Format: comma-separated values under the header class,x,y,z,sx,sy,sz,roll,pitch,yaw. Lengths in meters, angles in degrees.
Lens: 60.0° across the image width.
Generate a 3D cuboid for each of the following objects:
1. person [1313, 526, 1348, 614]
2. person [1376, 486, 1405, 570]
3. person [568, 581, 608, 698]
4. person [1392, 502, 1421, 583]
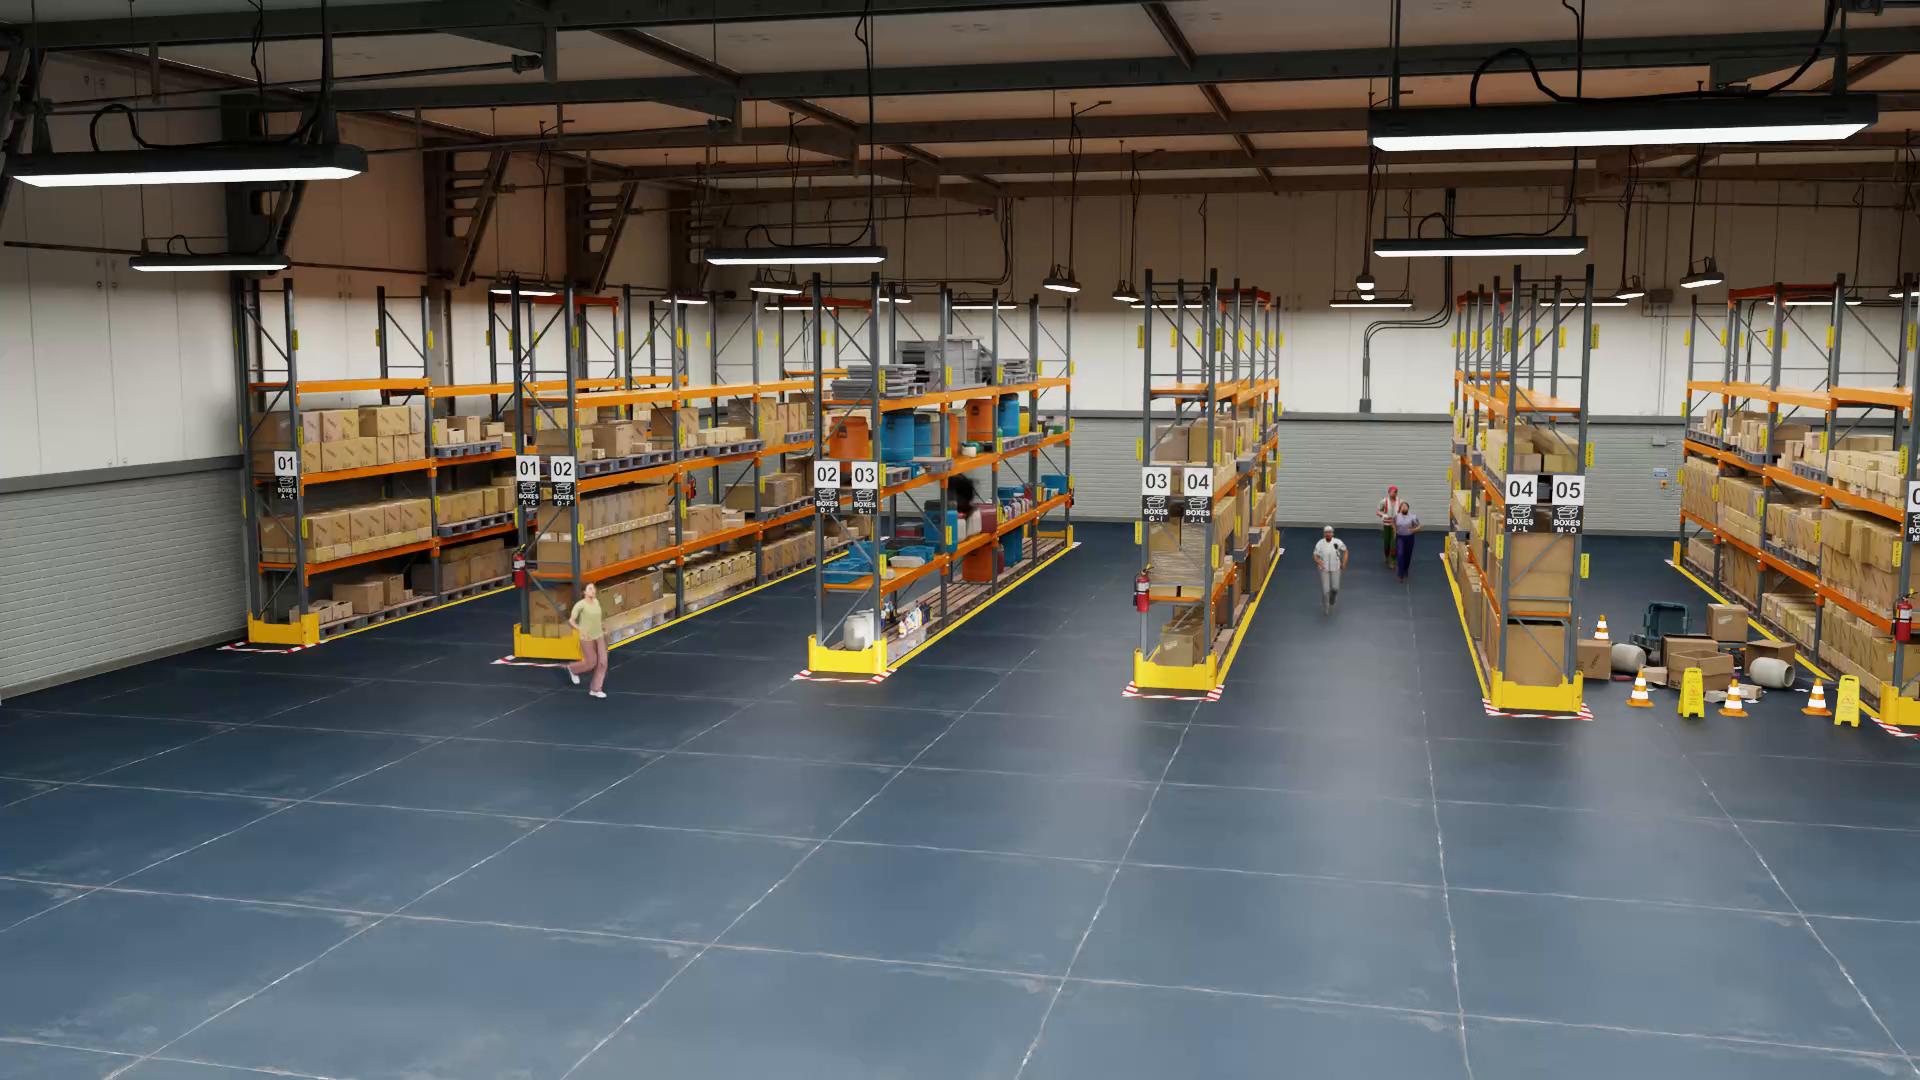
class,x,y,z,sx,sy,sz,roll,pitch,yaw
person,6.784,0.556,30.482,0.622,1.627,0.588,2,7,14
person,9.565,-0.303,36.818,0.683,1.812,0.881,2,7,14
person,-5.249,1.389,23.510,0.715,1.639,0.586,6,9,39
person,9.307,0.035,34.719,0.592,1.668,0.869,2,7,16
